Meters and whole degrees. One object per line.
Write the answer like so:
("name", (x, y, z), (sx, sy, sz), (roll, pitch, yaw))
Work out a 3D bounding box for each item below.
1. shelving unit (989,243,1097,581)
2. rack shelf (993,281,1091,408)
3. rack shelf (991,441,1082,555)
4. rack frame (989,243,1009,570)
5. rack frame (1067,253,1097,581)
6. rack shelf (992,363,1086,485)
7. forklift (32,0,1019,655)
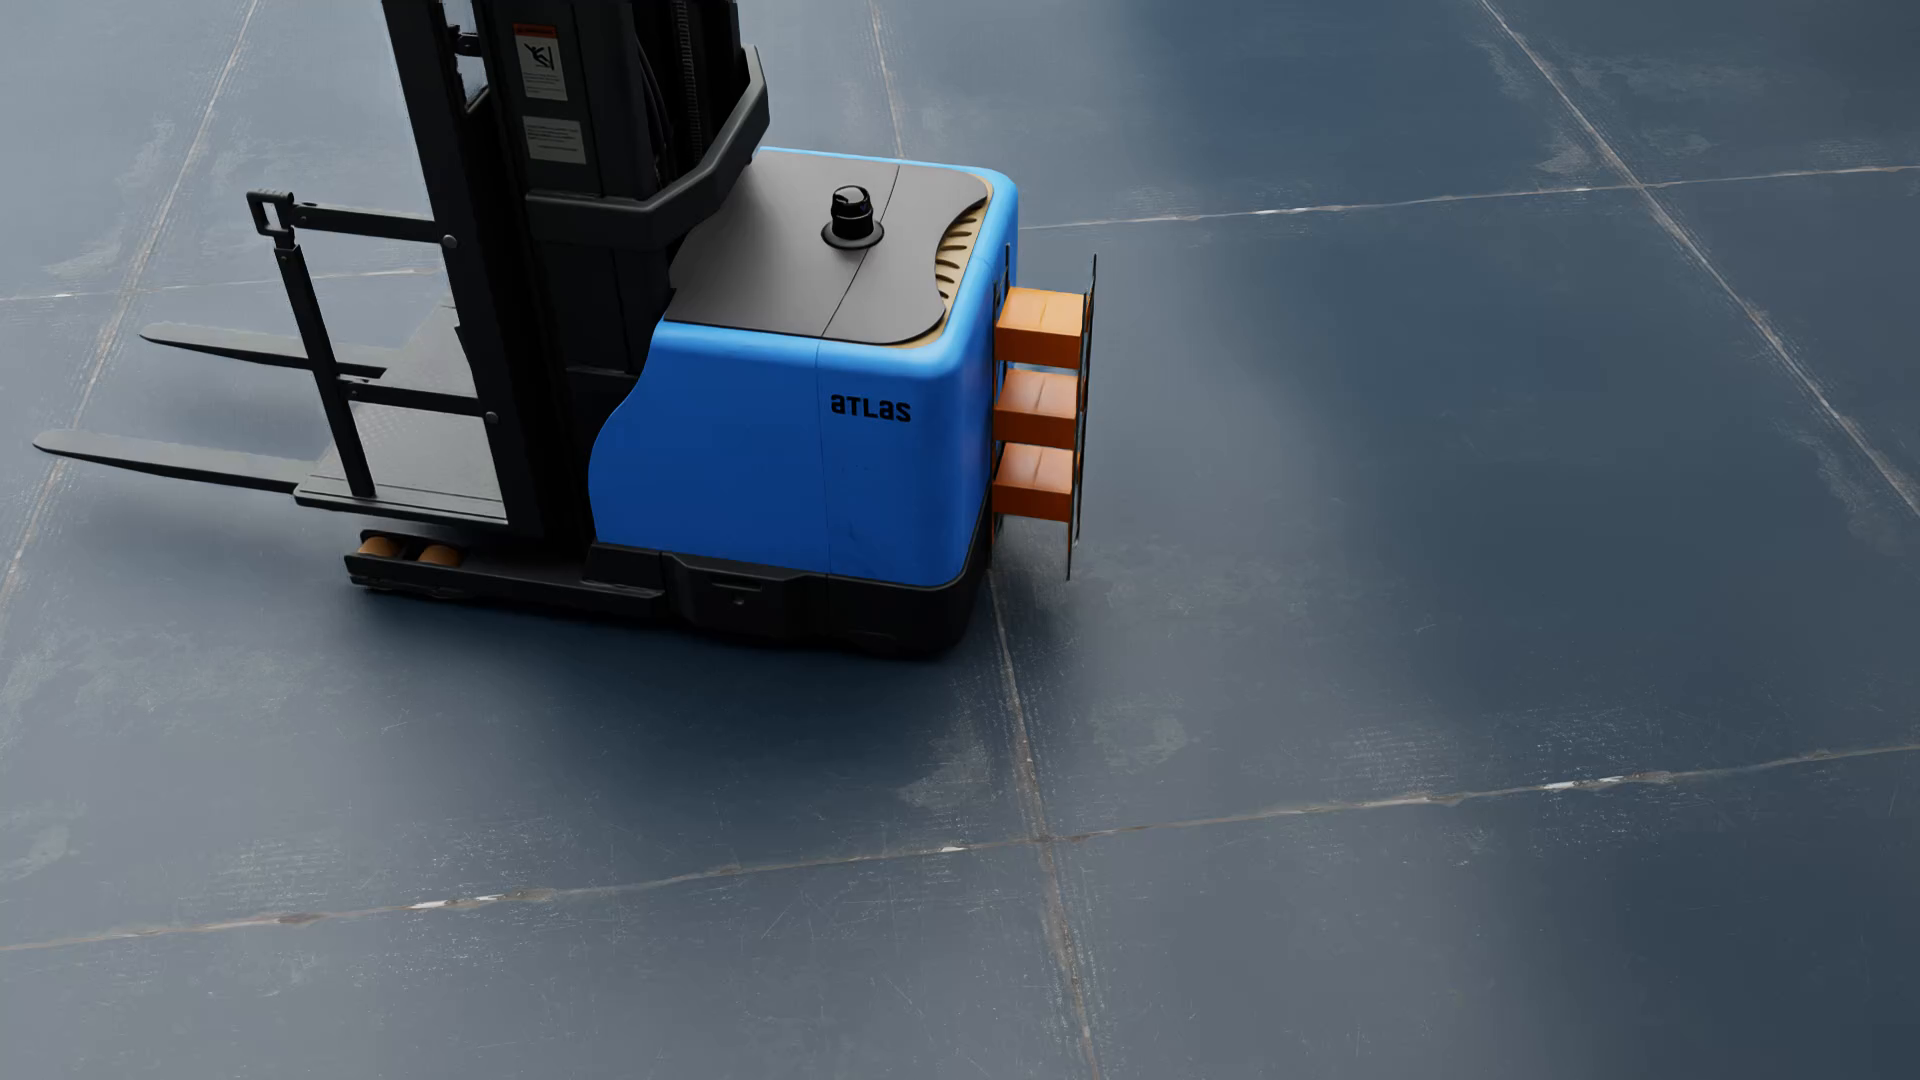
("shelving unit", (0.232, -0.347, 4.851), (0.252, 1.050, 0.215), (8, 43, 9))
("rack shelf", (0.232, -0.550, 4.668), (0.240, 0.259, 0.215), (8, 43, 9))
("rack shelf", (0.232, -0.133, 5.044), (0.240, 0.259, 0.215), (8, 43, 9))
("rack frame", (0.113, -0.364, 4.869), (0.008, 1.050, 0.200), (8, 43, 9))
("rack frame", (0.352, -0.330, 4.832), (0.008, 1.050, 0.200), (8, 43, 9))
("rack shelf", (0.232, -0.339, 4.858), (0.240, 0.259, 0.215), (8, 43, 9))
("forklift", (-1.386, -1.247, 4.444), (3.031, 2.935, 1.130), (8, 43, 8))
